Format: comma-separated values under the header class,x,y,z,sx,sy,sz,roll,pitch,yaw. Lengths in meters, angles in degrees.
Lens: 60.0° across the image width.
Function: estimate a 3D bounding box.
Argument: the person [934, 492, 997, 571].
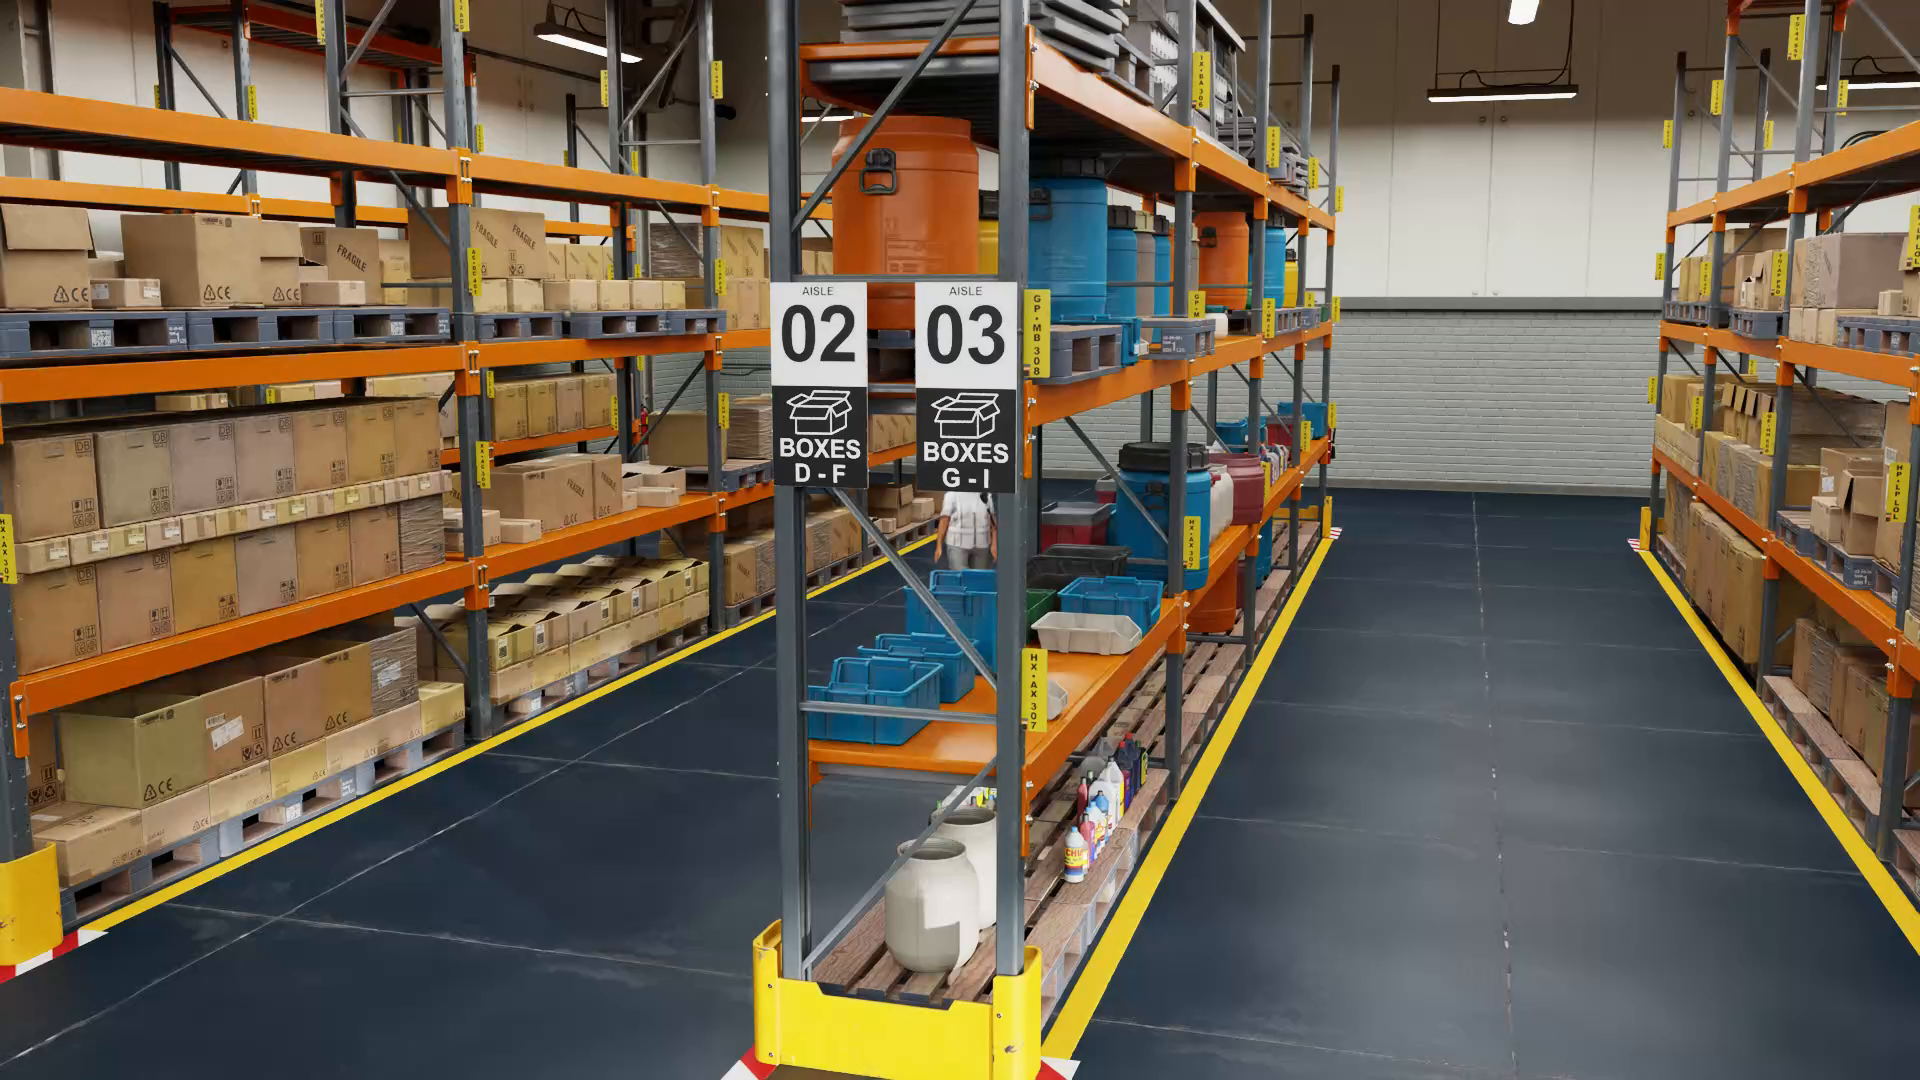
class,x,y,z,sx,sy,sz,roll,pitch,yaw
person,0.052,0.079,15.292,0.610,1.656,0.625,-3,9,-21
